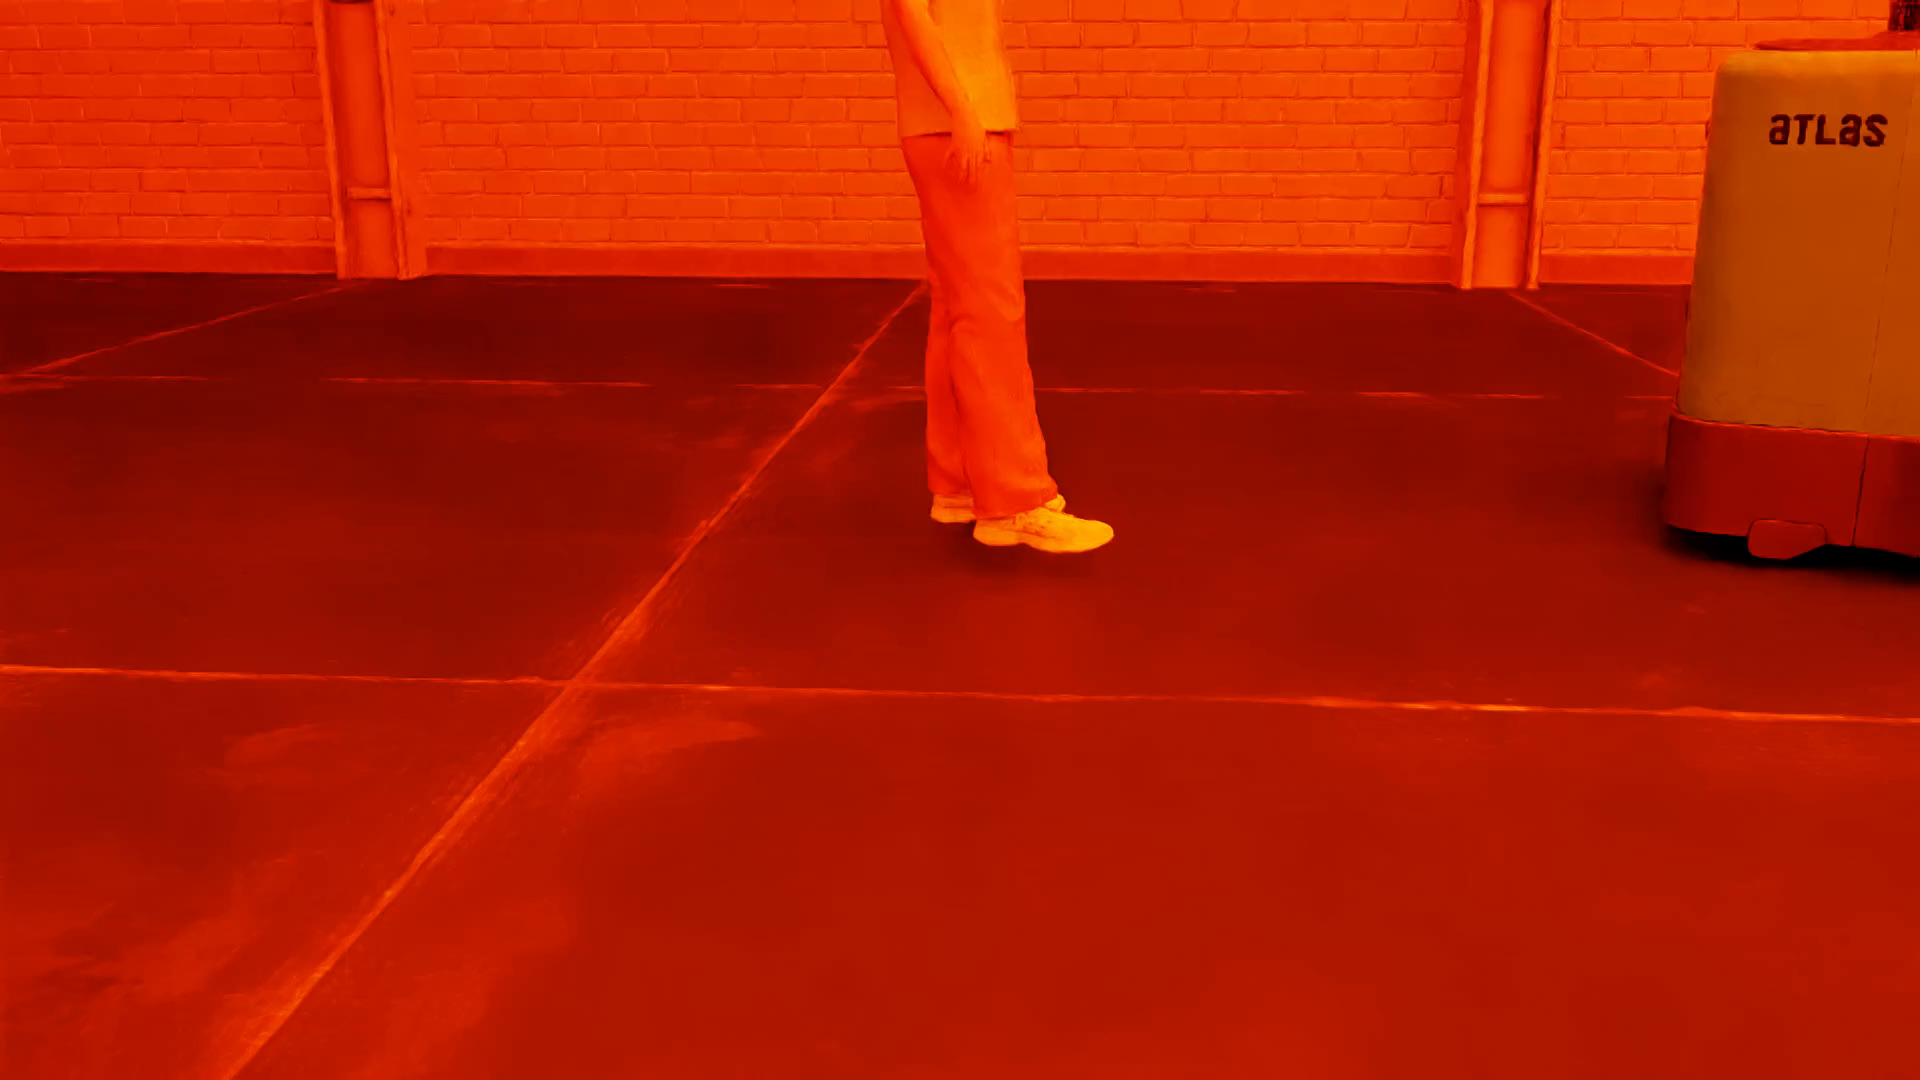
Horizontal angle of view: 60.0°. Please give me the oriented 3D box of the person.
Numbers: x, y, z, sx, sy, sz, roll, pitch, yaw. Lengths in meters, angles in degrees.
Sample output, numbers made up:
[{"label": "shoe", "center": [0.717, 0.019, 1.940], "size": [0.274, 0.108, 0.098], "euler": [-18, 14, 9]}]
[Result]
[{"label": "person", "center": [0.072, -0.850, 3.566], "size": [0.549, 1.673, 0.554], "euler": [1, 15, 4]}]

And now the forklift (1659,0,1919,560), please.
[{"label": "forklift", "center": [3.119, -1.332, 3.126], "size": [3.031, 2.935, 1.130], "euler": [7, 17, 23]}]
